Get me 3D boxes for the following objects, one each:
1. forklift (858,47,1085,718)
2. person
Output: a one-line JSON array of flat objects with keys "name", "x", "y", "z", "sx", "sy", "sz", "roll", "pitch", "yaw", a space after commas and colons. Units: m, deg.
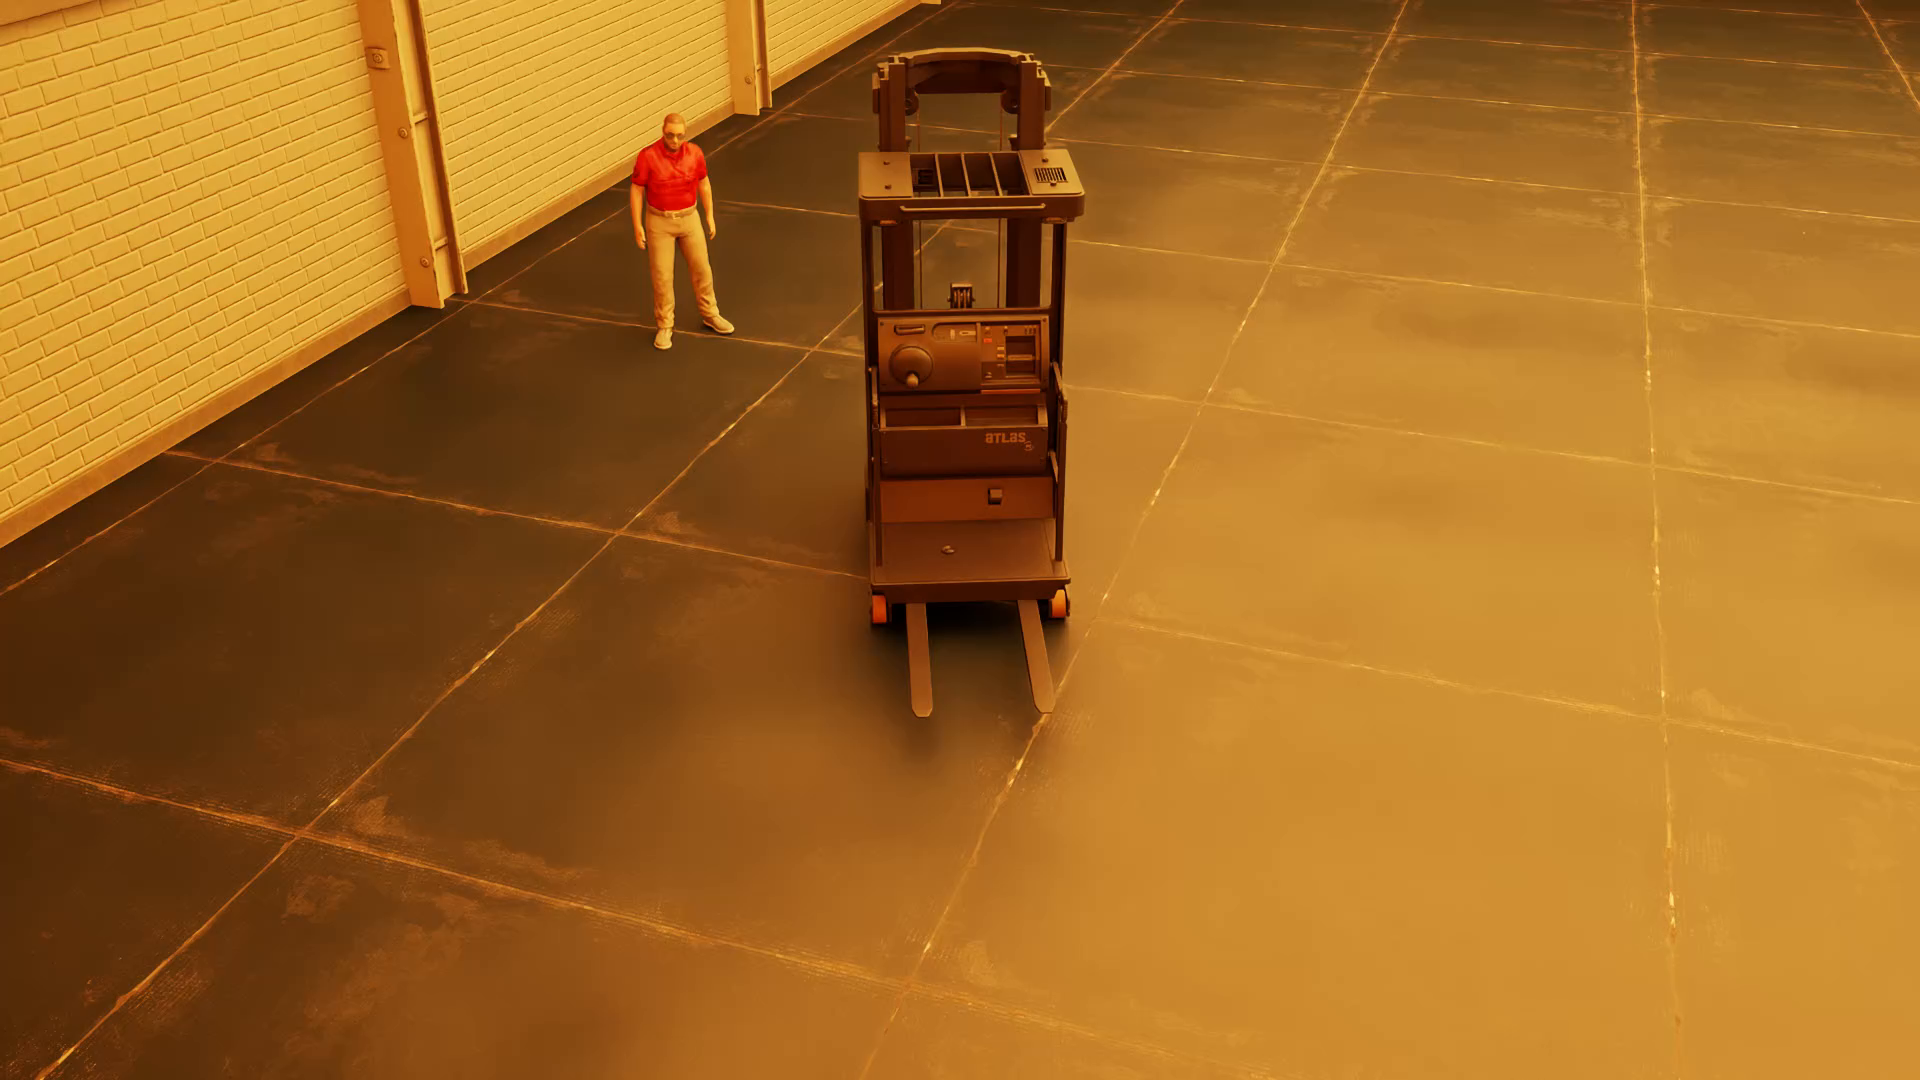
[{"name": "forklift", "x": 0.035, "y": -0.972, "z": 8.842, "sx": 1.130, "sy": 2.935, "sz": 3.031, "roll": -2, "pitch": 30, "yaw": -3}, {"name": "person", "x": -2.113, "y": -2.352, "z": 12.479, "sx": 0.677, "sy": 1.735, "sz": 0.453, "roll": -15, "pitch": 33, "yaw": -24}]
